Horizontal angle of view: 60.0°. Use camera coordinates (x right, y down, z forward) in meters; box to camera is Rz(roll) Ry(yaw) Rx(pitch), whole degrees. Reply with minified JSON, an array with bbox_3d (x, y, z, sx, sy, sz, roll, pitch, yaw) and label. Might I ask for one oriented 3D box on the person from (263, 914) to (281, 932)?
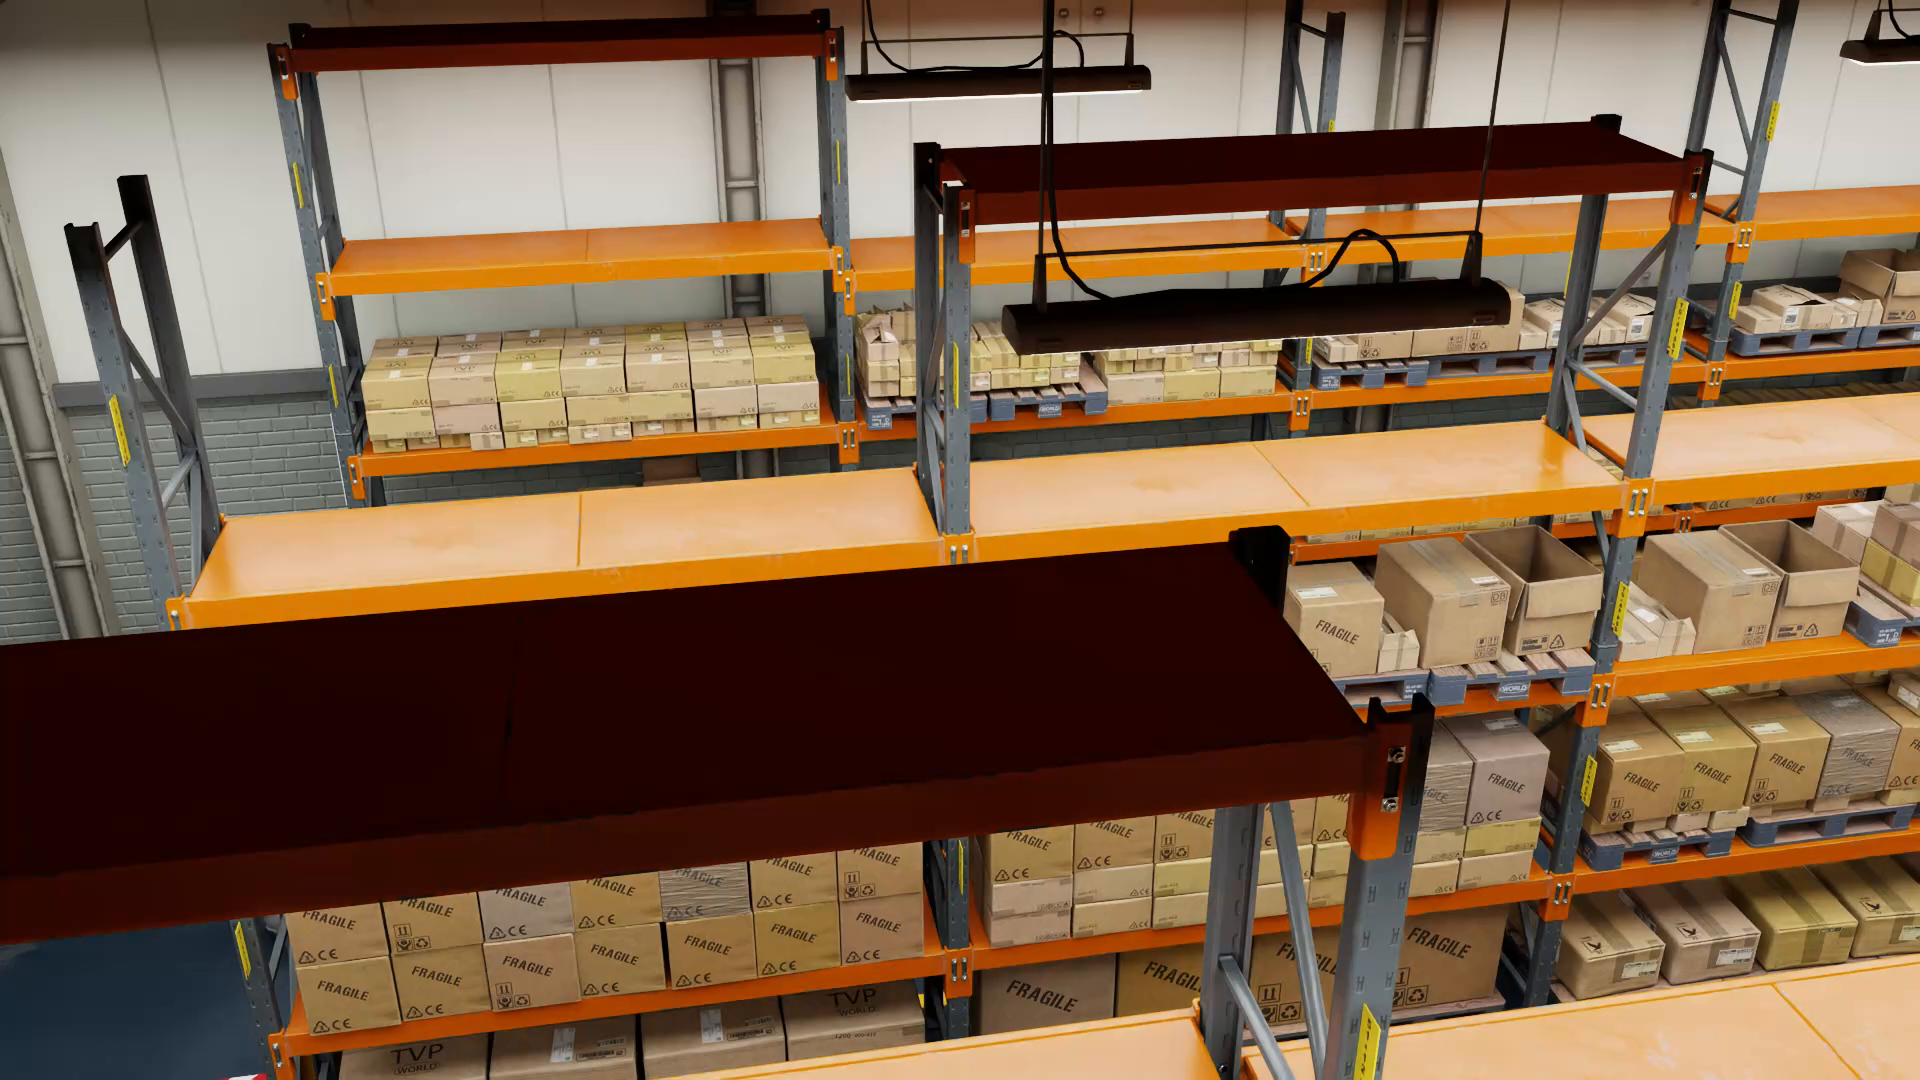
[{"bbox_3d":[-5.064,2.163,11.934,0.398,1.700,0.503,10,28,20],"label":"person"}]
